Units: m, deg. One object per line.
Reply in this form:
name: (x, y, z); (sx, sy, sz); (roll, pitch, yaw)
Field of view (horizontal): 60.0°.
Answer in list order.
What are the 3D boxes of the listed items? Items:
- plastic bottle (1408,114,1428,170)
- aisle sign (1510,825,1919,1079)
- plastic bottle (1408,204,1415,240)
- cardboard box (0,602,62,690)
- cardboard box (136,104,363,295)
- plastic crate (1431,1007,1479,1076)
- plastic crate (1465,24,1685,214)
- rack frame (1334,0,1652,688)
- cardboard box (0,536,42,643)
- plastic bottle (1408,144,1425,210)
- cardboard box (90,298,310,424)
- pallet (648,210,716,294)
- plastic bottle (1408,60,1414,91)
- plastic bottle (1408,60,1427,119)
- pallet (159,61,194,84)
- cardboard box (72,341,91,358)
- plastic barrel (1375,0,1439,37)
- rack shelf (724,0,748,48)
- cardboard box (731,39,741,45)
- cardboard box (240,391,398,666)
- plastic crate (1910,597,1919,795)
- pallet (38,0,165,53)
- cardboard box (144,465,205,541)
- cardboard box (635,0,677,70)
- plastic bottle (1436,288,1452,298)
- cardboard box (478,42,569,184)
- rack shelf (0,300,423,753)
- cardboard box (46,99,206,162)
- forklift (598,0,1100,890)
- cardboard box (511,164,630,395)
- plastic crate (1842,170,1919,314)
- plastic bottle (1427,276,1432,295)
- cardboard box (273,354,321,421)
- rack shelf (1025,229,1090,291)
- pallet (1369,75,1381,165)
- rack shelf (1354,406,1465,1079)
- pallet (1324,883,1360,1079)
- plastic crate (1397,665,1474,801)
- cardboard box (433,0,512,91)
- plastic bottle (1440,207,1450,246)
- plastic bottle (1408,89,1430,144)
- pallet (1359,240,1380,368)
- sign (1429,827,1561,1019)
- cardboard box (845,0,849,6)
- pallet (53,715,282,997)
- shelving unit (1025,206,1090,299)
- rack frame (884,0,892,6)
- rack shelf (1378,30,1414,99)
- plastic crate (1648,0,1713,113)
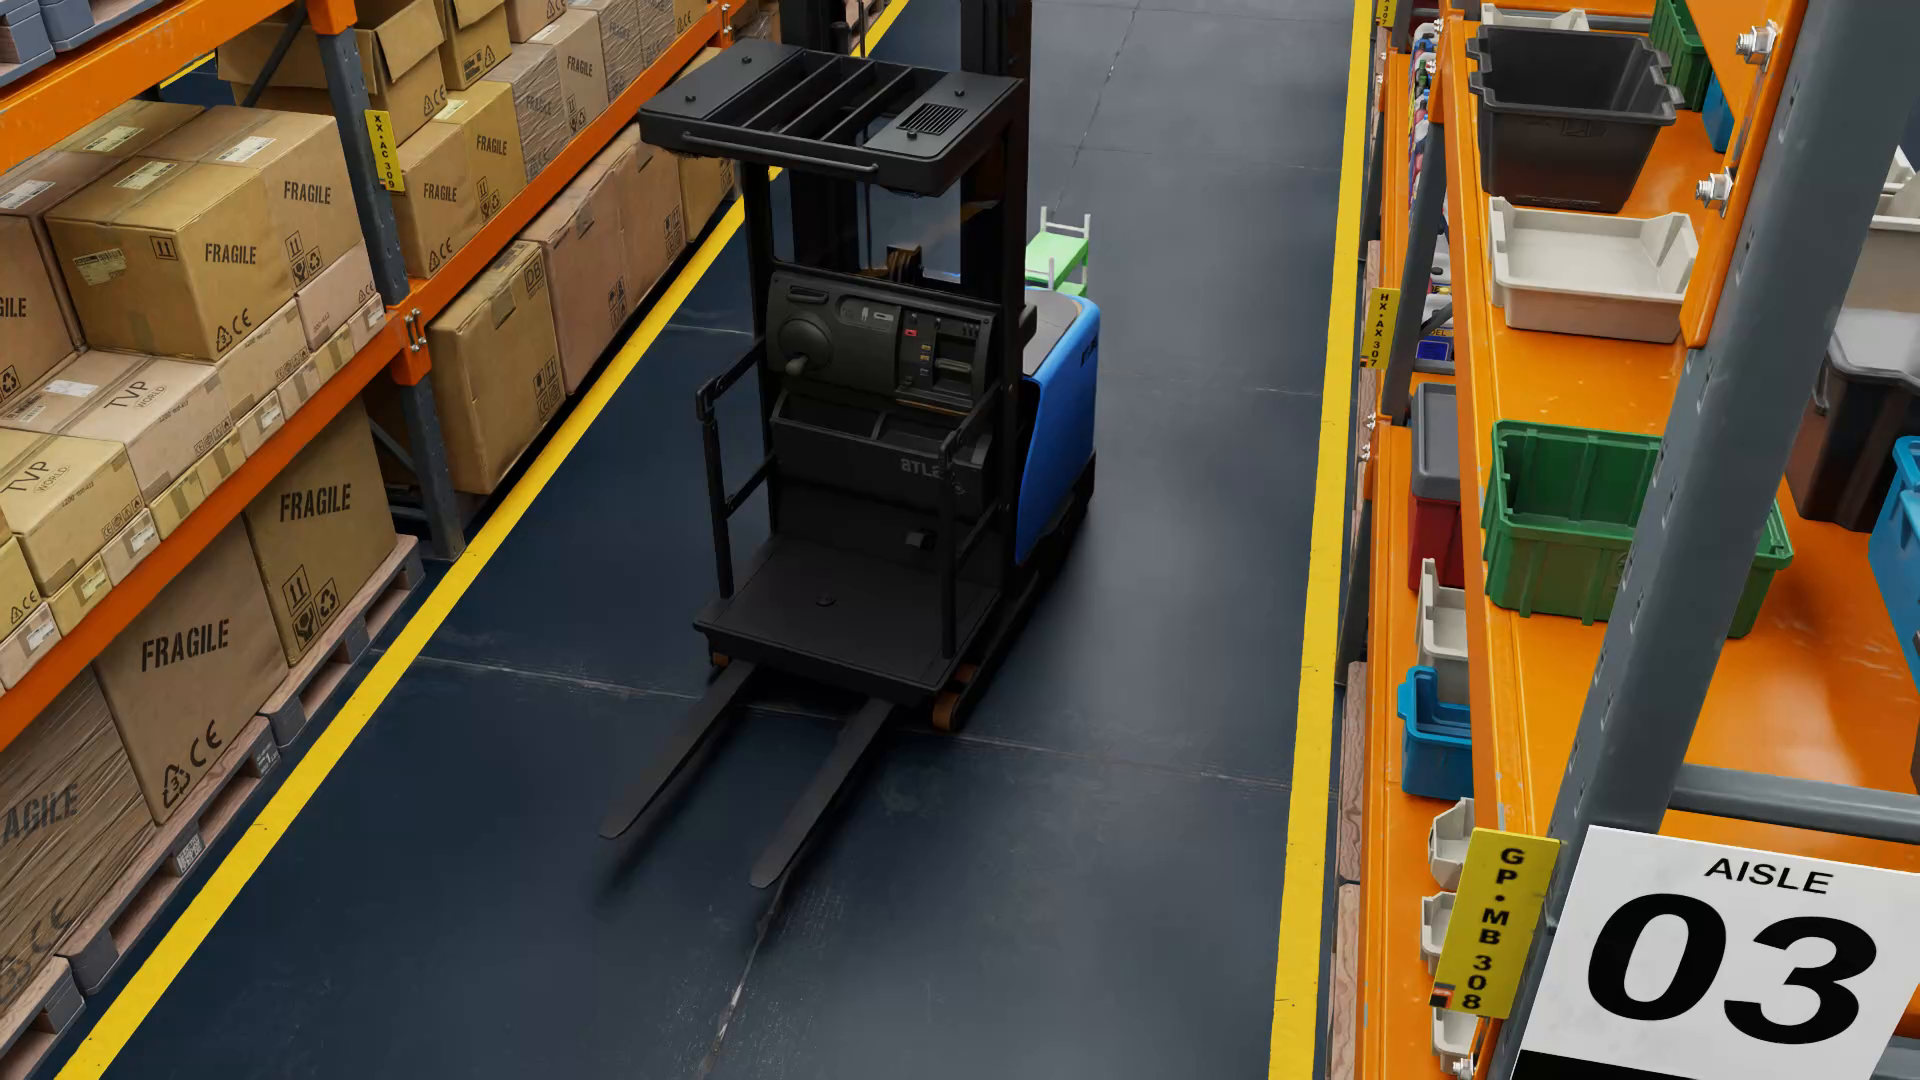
plastic bottle: (2.203, -1.889, 7.910); (0.097, 0.271, 0.097); (0, 36, 0)
aisle sign: (0.899, 0.664, 2.062); (0.394, 0.787, 0.004); (7, 37, 10)
plastic bottle: (2.036, -1.412, 7.312); (0.097, 0.201, 0.097); (0, 36, 0)
cardboard box: (-2.968, 0.294, 5.003); (0.380, 0.149, 0.250); (7, 37, 9)
cardboard box: (-2.621, -1.268, 6.179); (0.500, 0.500, 0.500); (8, 37, 11)
plastic crate: (1.274, 1.140, 3.794); (0.396, 0.136, 0.243); (7, 37, 10)
plastic crate: (1.522, -1.065, 4.218); (0.497, 0.269, 0.590); (7, 37, 10)
rack frame: (2.055, -0.581, 5.995); (1.000, 3.000, 0.127); (7, 37, 10)
cardboard box: (-3.057, 0.204, 4.787); (0.500, 0.250, 0.500); (6, 36, 8)
plastic bottle: (2.092, -1.647, 7.566); (0.061, 0.283, 0.133); (7, 37, 10)
cardboard box: (-2.730, -0.678, 6.004); (0.500, 0.250, 0.500); (8, 37, 11)
pallet: (-2.172, -1.923, 10.224); (1.003, 0.211, 1.213); (7, 37, 10)
plastic bottle: (2.429, -2.467, 8.767); (0.097, 0.201, 0.097); (0, 36, 0)
plastic bottle: (2.329, -2.283, 8.443); (0.061, 0.283, 0.133); (7, 37, 10)
pallet: (-6.511, -3.488, 12.383); (1.003, 0.211, 1.213); (7, 37, 10)
cardboard box: (-3.251, -0.740, 6.090); (0.500, 0.250, 0.500); (7, 37, 10)
plastic barrel: (2.712, -3.233, 9.539); (0.600, 0.536, 0.708); (7, 37, 10)
rack shelf: (-1.502, -4.350, 11.809); (1.077, 0.370, 4.000); (7, 37, 10)
cardboard box: (-1.806, -3.047, 11.154); (0.700, 0.500, 0.500); (5, 36, 8)
cardboard box: (-3.003, -0.143, 6.844); (0.875, 0.875, 0.875); (7, 37, 10)
plastic crate: (1.555, 0.365, 2.246); (0.497, 0.269, 0.590); (7, 37, 10)
pallet: (-2.969, -1.912, 5.352); (1.003, 0.211, 1.213); (7, 37, 10)
cardboard box: (-2.803, -0.147, 5.611); (0.380, 0.149, 0.250); (7, 36, 9)
cardboard box: (-1.905, -2.936, 9.160); (0.500, 0.500, 0.500); (7, 37, 10)
plastic bottle: (1.909, -0.906, 6.613); (0.097, 0.201, 0.097); (0, 36, 0)
cardboard box: (-2.228, -2.050, 7.937); (0.500, 0.500, 0.500); (7, 36, 9)
rack shelf: (-3.211, 0.236, 5.481); (1.077, 0.370, 4.000); (7, 37, 10)
cardboard box: (-3.136, -1.322, 6.254); (0.500, 0.500, 0.500); (7, 37, 10)
forklift: (-0.398, -0.700, 6.219); (1.130, 2.935, 3.031); (14, 38, 18)
cardboard box: (-2.477, -1.393, 8.569); (1.225, 0.875, 0.875); (6, 36, 8)
plastic crate: (1.975, -0.686, 3.685); (0.437, 0.282, 0.530); (7, 37, 10)
plastic bottle: (1.828, -0.938, 6.588); (0.061, 0.283, 0.133); (7, 37, 10)
cardboard box: (-2.639, -0.589, 6.221); (0.380, 0.149, 0.250); (7, 36, 9)
rack shelf: (0.404, -1.272, 7.773); (0.258, 0.148, 0.480); (14, 38, 18)
pallet: (3.375, -2.881, 11.546); (1.003, 0.211, 1.213); (7, 37, 10)
rack shelf: (1.628, 0.857, 4.624); (1.077, 0.370, 4.000); (7, 37, 10)
pallet: (1.677, 1.676, 5.257); (1.003, 0.211, 1.213); (7, 37, 10)
plastic crate: (1.389, 0.546, 4.531); (0.416, 0.233, 0.300); (7, 37, 10)
cardboard box: (-2.498, -2.407, 7.576); (0.797, 0.503, 0.637); (8, 37, 10)
plastic bottle: (1.971, -1.235, 6.940); (0.144, 0.351, 0.185); (7, 37, 10)
plastic bottle: (2.273, -2.077, 8.170); (0.097, 0.271, 0.097); (0, 36, 0)
pallet: (2.781, -1.288, 9.347); (1.003, 0.211, 1.213); (7, 37, 10)
sign: (0.660, 0.481, 2.064); (0.100, 0.325, 0.005); (7, 37, 10)
cardboard box: (-1.227, -4.605, 13.302); (0.700, 0.500, 0.500); (5, 36, 6)
pallet: (-3.281, 1.055, 6.114); (1.003, 0.211, 1.213); (7, 37, 10)
shelving unit: (0.404, -0.935, 8.017); (0.258, 1.200, 0.503); (14, 38, 18)
rack frame: (-1.075, -5.788, 13.180); (1.000, 3.000, 0.127); (7, 37, 10)
rack shelf: (3.336, -3.729, 10.952); (1.077, 0.370, 4.000); (7, 37, 10)
plastic crate: (2.260, -1.429, 4.790); (0.450, 0.188, 0.662); (7, 37, 10)
